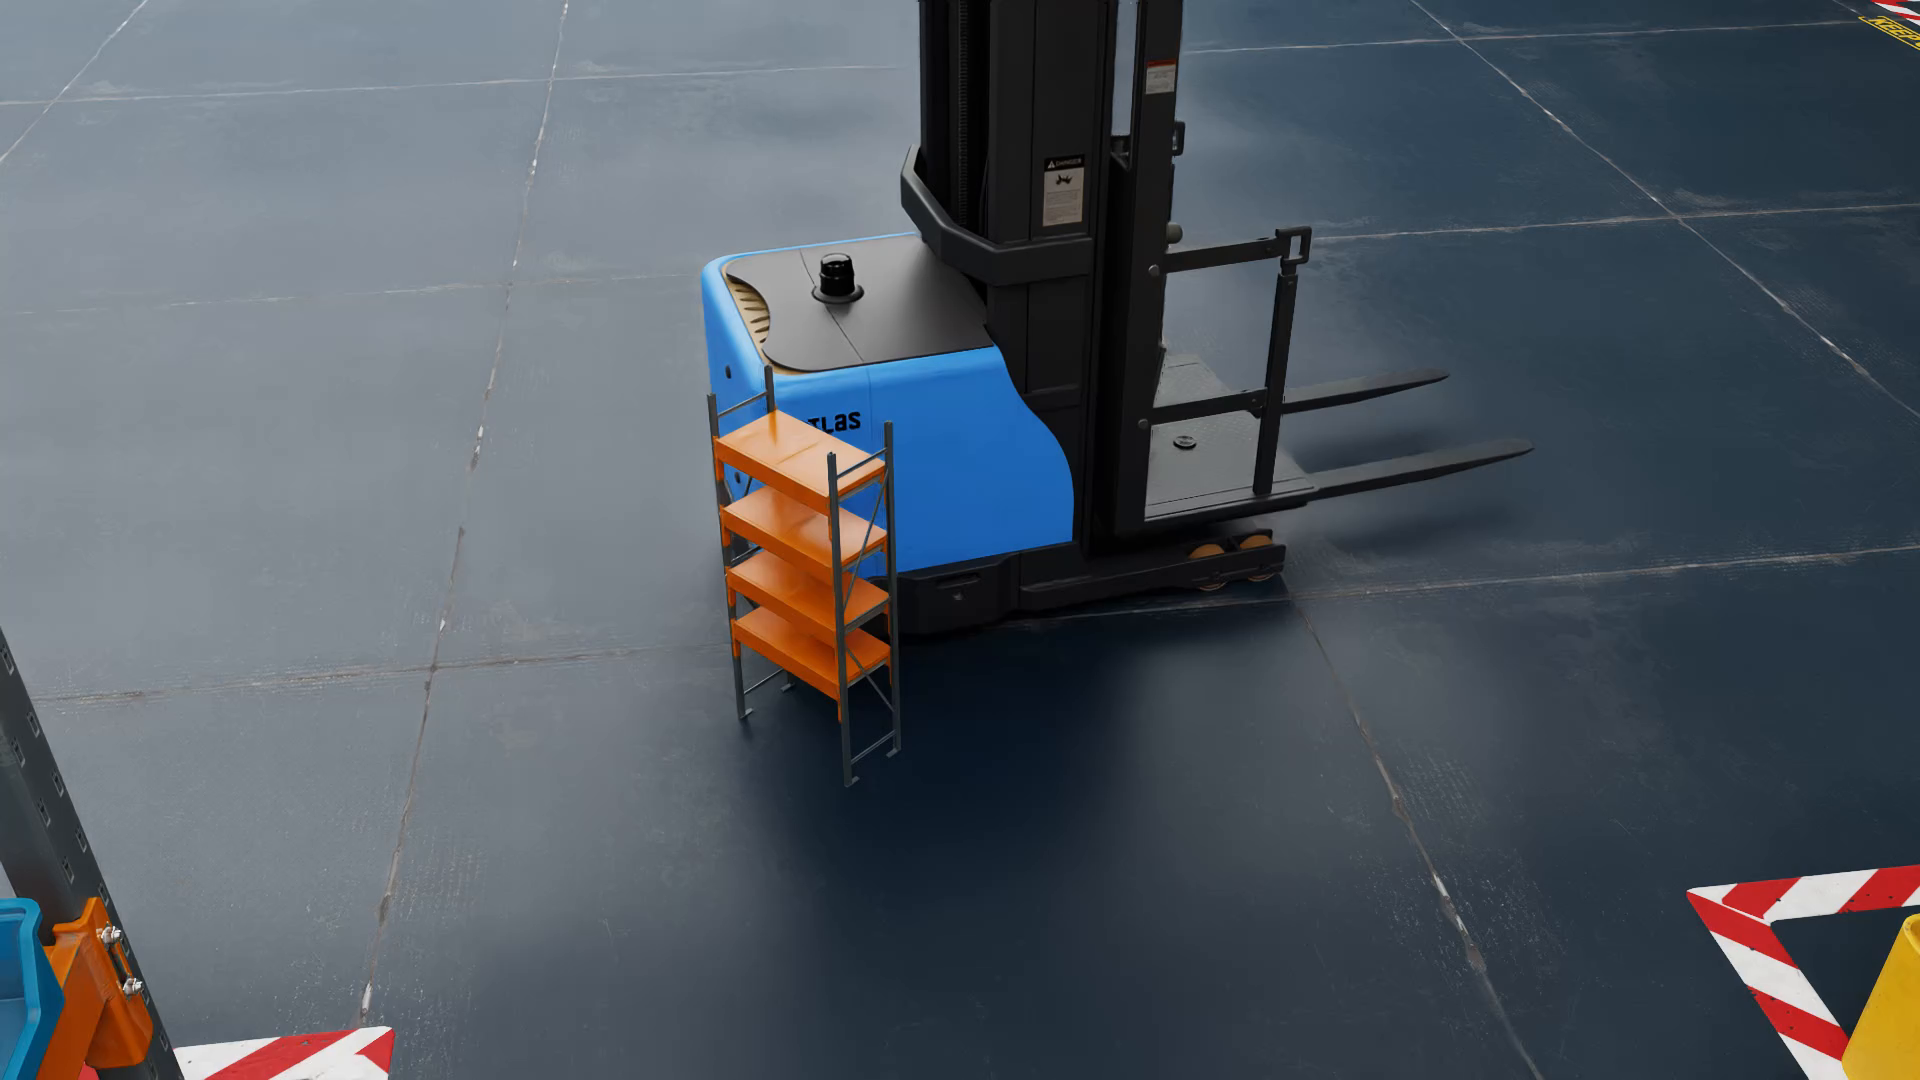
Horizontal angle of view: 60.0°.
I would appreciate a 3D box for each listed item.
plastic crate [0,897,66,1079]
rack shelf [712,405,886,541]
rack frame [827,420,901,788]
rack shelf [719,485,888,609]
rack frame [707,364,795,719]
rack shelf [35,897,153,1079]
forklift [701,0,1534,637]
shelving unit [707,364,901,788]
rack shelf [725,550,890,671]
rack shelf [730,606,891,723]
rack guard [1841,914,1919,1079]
[{"bbox_3d":[-1.685,0.842,2.482,0.499,0.251,0.616,-4,35,-6],"label":"plastic crate"},{"bbox_3d":[-0.454,-0.200,4.780,0.480,0.148,0.258,27,43,34],"label":"rack shelf"},{"bbox_3d":[-0.272,0.217,4.866,0.015,1.200,0.240,27,43,34],"label":"rack frame"},{"bbox_3d":[-0.454,-0.004,4.913,0.480,0.148,0.258,27,43,34],"label":"rack shelf"},{"bbox_3d":[-0.635,0.033,5.136,0.015,1.200,0.240,27,43,34],"label":"rack frame"},{"bbox_3d":[-1.780,1.938,1.382,1.077,0.370,4.000,-4,35,-6],"label":"rack shelf"},{"bbox_3d":[0.661,-1.302,5.557,3.031,2.935,1.130,-10,36,-14],"label":"forklift"},{"bbox_3d":[-0.454,0.125,5.001,0.503,1.200,0.258,27,43,34],"label":"shelving unit"},{"bbox_3d":[-0.454,0.181,5.039,0.480,0.148,0.258,27,43,34],"label":"rack shelf"},{"bbox_3d":[-0.454,0.345,5.151,0.480,0.148,0.258,27,43,34],"label":"rack shelf"},{"bbox_3d":[2.857,1.171,4.088,1.175,0.500,0.348,-4,35,-6],"label":"rack guard"}]
